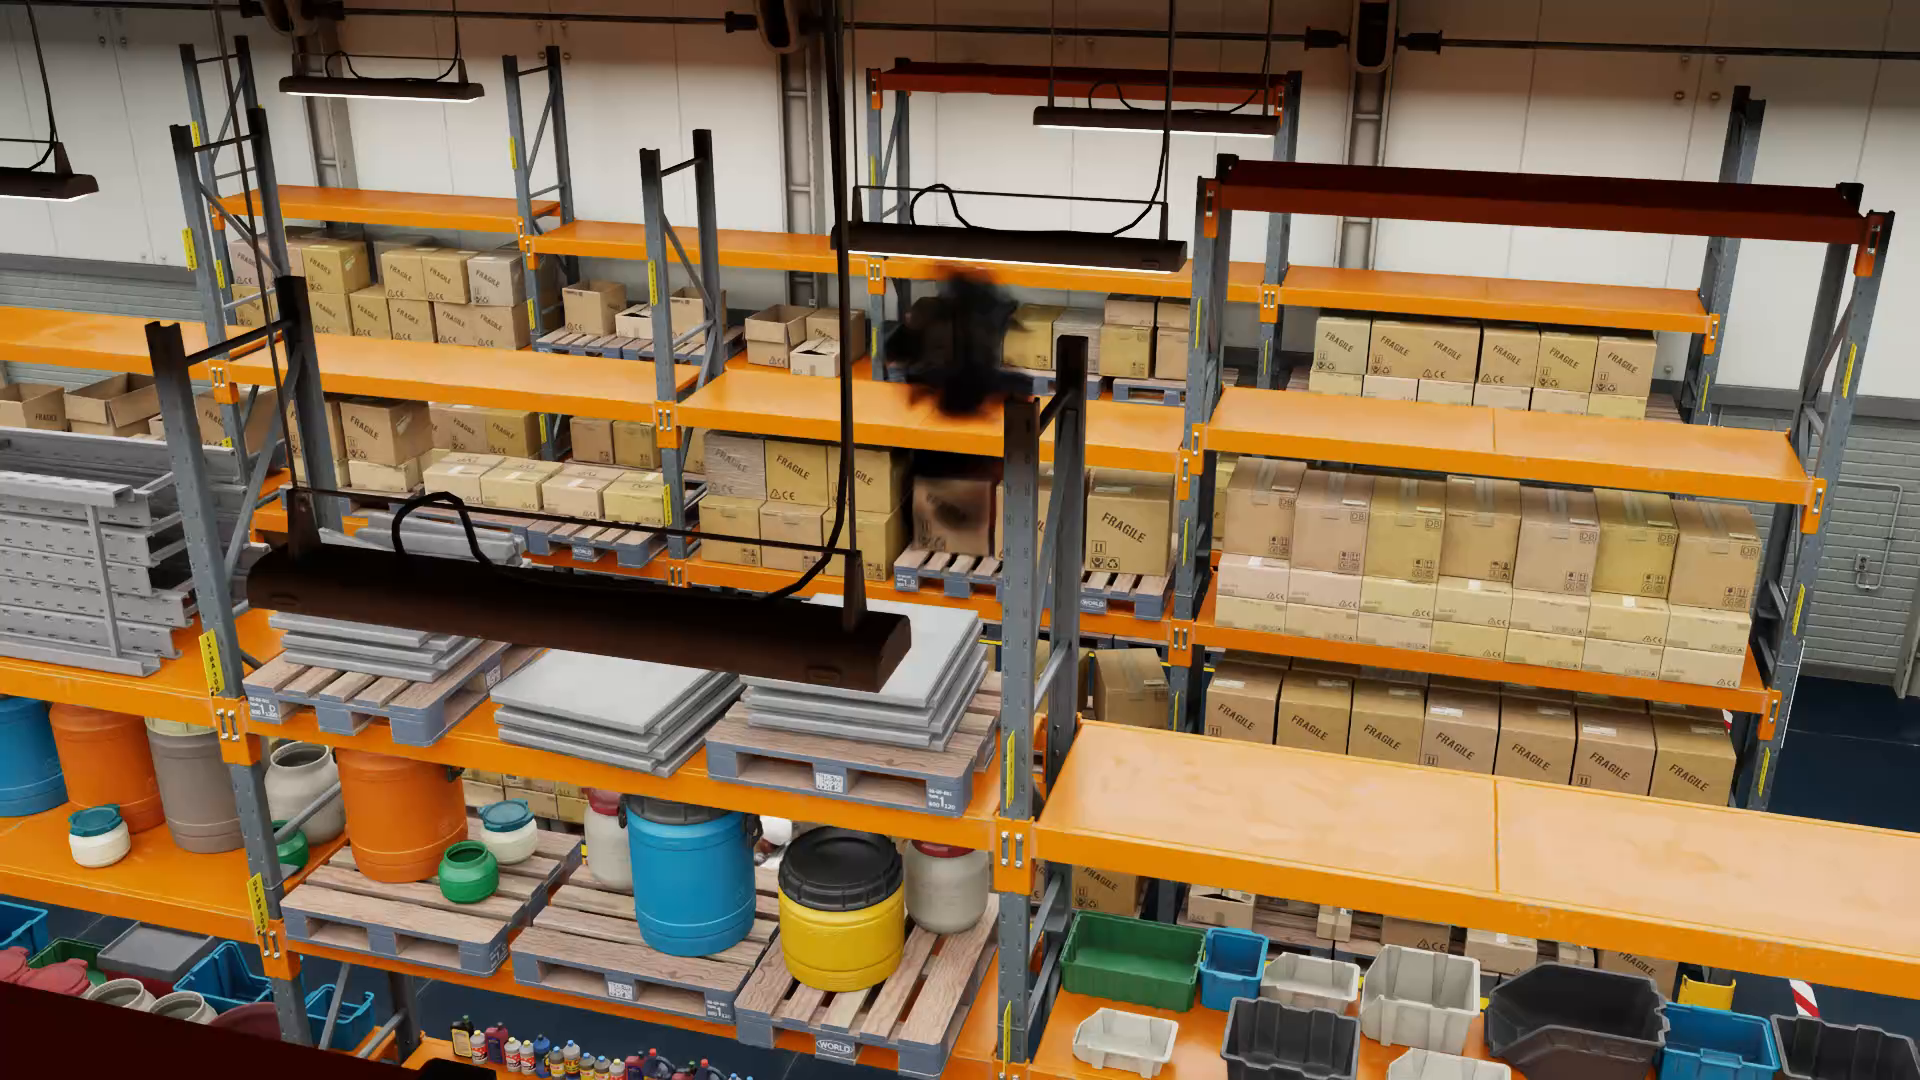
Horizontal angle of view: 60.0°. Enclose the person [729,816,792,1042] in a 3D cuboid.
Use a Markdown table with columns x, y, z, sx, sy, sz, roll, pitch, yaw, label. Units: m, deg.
| x | y | z | sx | sy | sz | roll | pitch | yaw | label |
| --- | --- | --- | --- | --- | --- | --- | --- | --- | --- |
| -1.186 | 2.665 | 11.292 | 0.875 | 1.827 | 0.665 | 7 | 23 | 15 | person |
